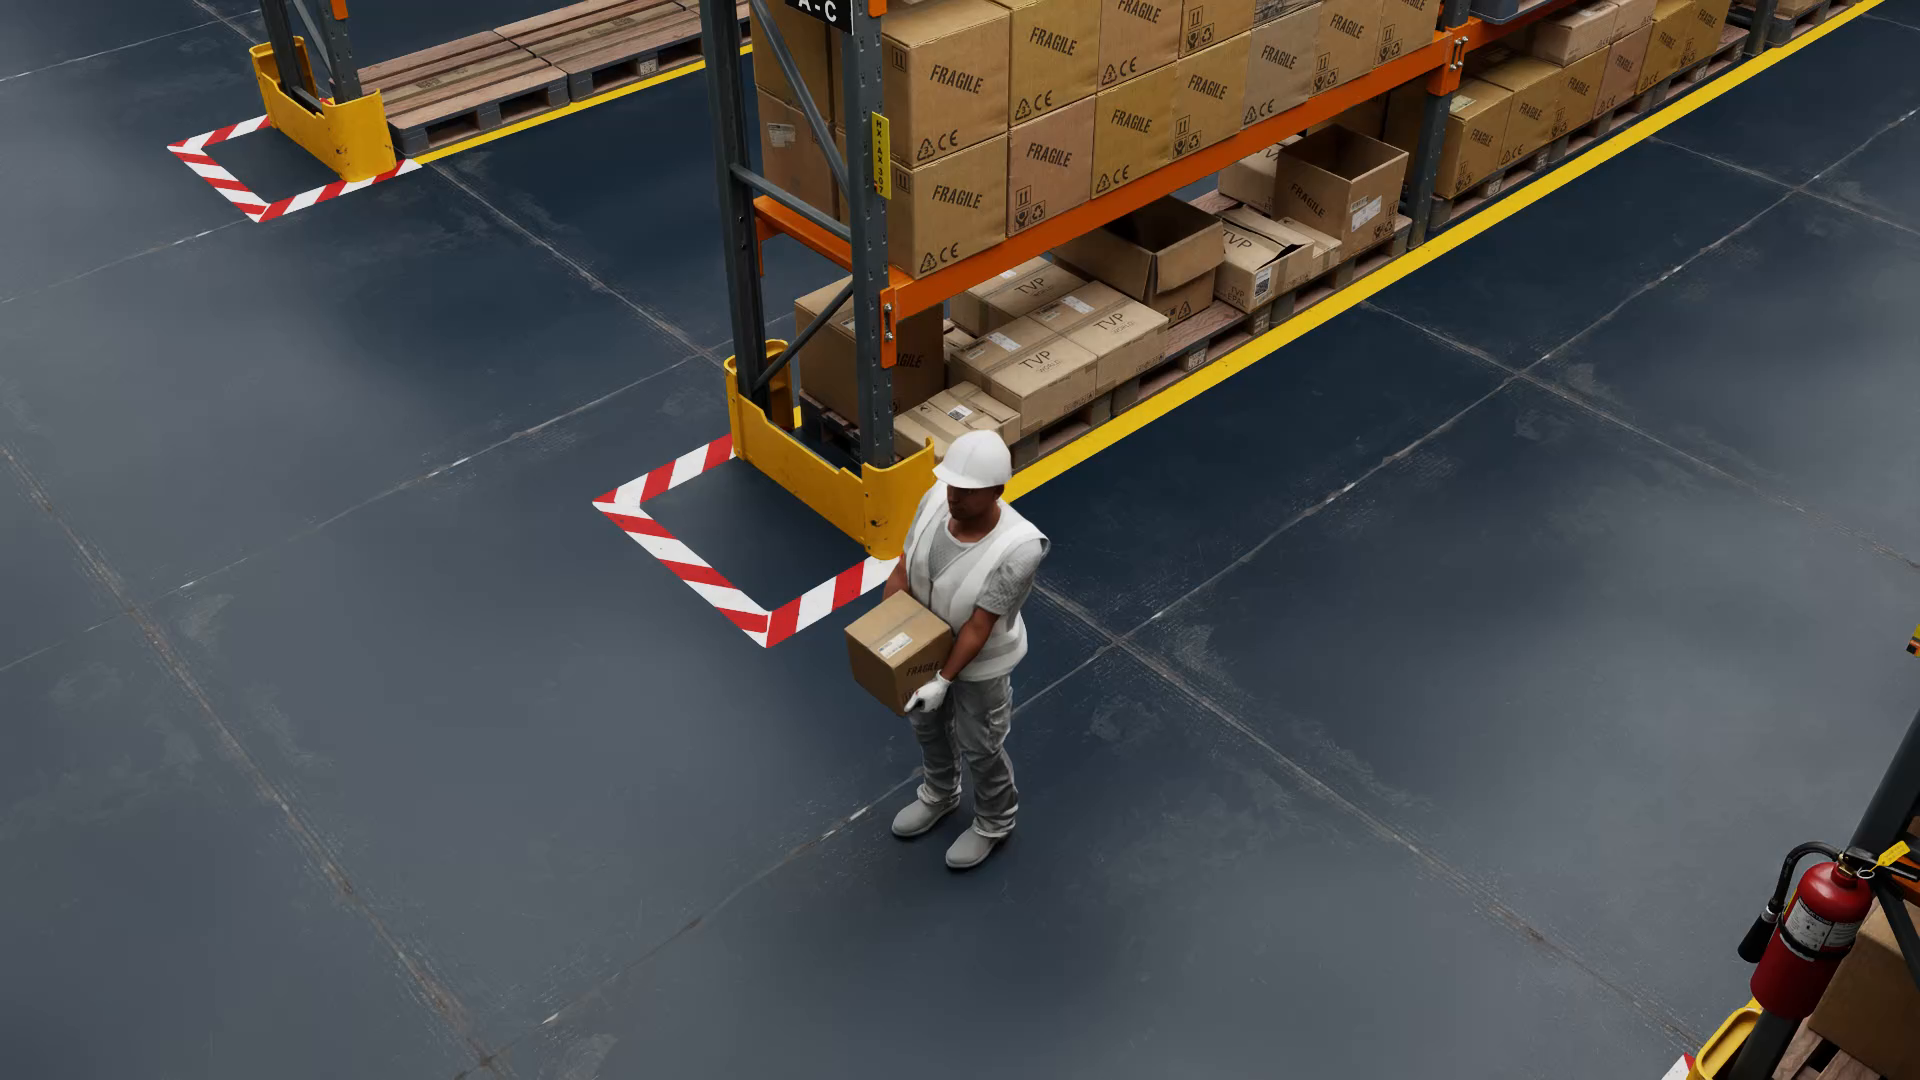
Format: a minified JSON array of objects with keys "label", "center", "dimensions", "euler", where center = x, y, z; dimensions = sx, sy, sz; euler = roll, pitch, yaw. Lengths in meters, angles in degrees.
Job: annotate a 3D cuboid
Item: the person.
[{"label":"person","center":[-0.049,0.420,5.631],"dimensions":[0.564,1.781,0.488],"euler":[-30,48,-31]}]
